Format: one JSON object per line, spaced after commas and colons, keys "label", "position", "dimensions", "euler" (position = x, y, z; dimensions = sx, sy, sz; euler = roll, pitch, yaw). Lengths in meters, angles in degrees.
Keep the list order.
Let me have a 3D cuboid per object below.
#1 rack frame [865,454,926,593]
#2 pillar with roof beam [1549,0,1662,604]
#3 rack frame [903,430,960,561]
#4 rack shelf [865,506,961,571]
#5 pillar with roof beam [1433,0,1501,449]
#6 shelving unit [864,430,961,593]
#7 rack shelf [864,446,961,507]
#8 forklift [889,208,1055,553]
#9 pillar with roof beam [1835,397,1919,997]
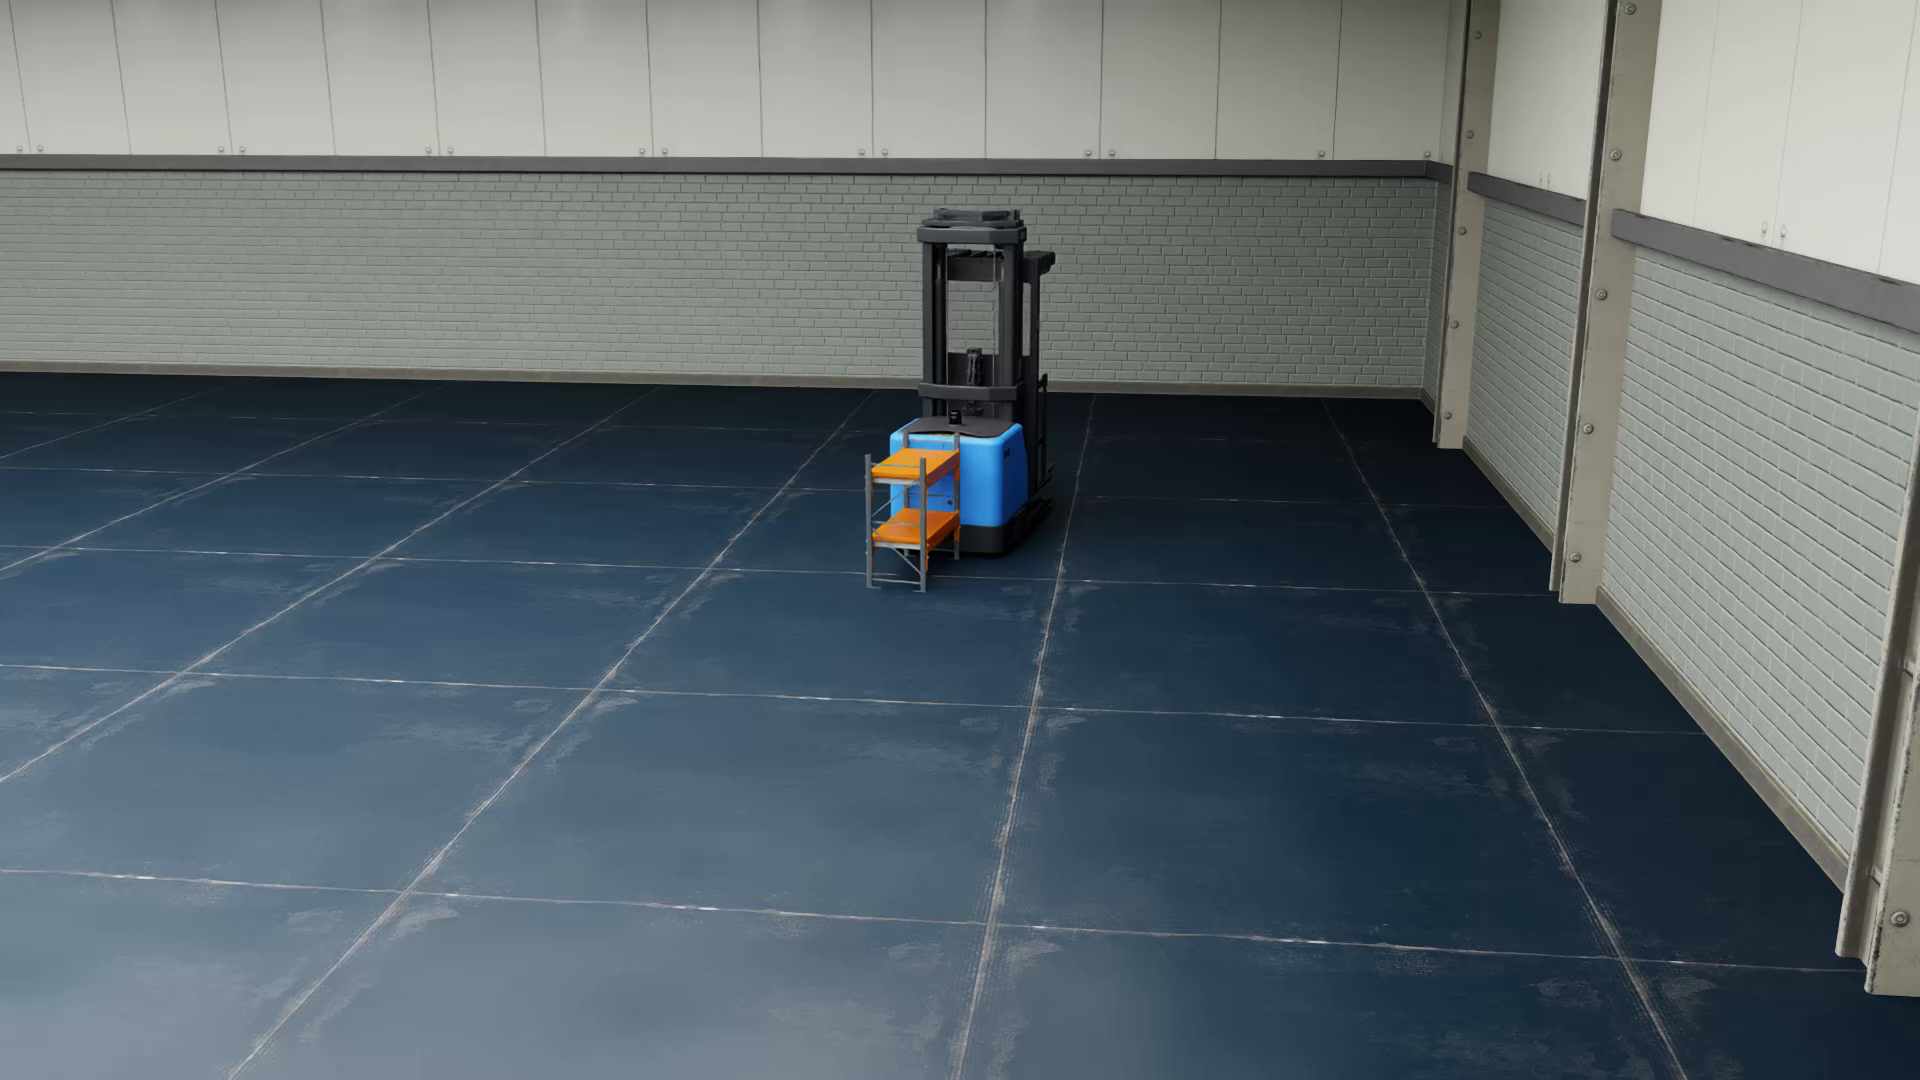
{"label": "rack frame", "position": [-0.519, -0.130, 13.486], "dimensions": [0.500, 1.125, 0.032], "euler": [4, 16, 15]}
{"label": "pillar with roof beam", "position": [0.698, -4.014, 12.768], "dimensions": [9.100, 9.000, 0.400], "euler": [2, 15, 6]}
{"label": "rack frame", "position": [-0.248, -0.385, 14.432], "dimensions": [0.500, 1.125, 0.032], "euler": [4, 16, 15]}
{"label": "rack shelf", "position": [-0.383, -0.021, 14.023], "dimensions": [0.538, 0.278, 1.000], "euler": [4, 16, 15]}
{"label": "pillar with roof beam", "position": [1.375, -5.570, 18.523], "dimensions": [9.100, 9.000, 0.400], "euler": [2, 15, 6]}
{"label": "shelving unit", "position": [-0.383, -0.257, 13.959], "dimensions": [0.538, 1.125, 1.048], "euler": [4, 16, 15]}
{"label": "rack shelf", "position": [-0.383, -0.540, 13.883], "dimensions": [0.538, 0.278, 1.000], "euler": [4, 16, 15]}
{"label": "forklift", "position": [0.257, -1.639, 15.609], "dimensions": [1.130, 2.935, 3.031], "euler": [4, 16, 15]}
{"label": "pillar with roof beam", "position": [0.021, -2.458, 7.013], "dimensions": [9.100, 9.000, 0.400], "euler": [2, 15, 6]}
